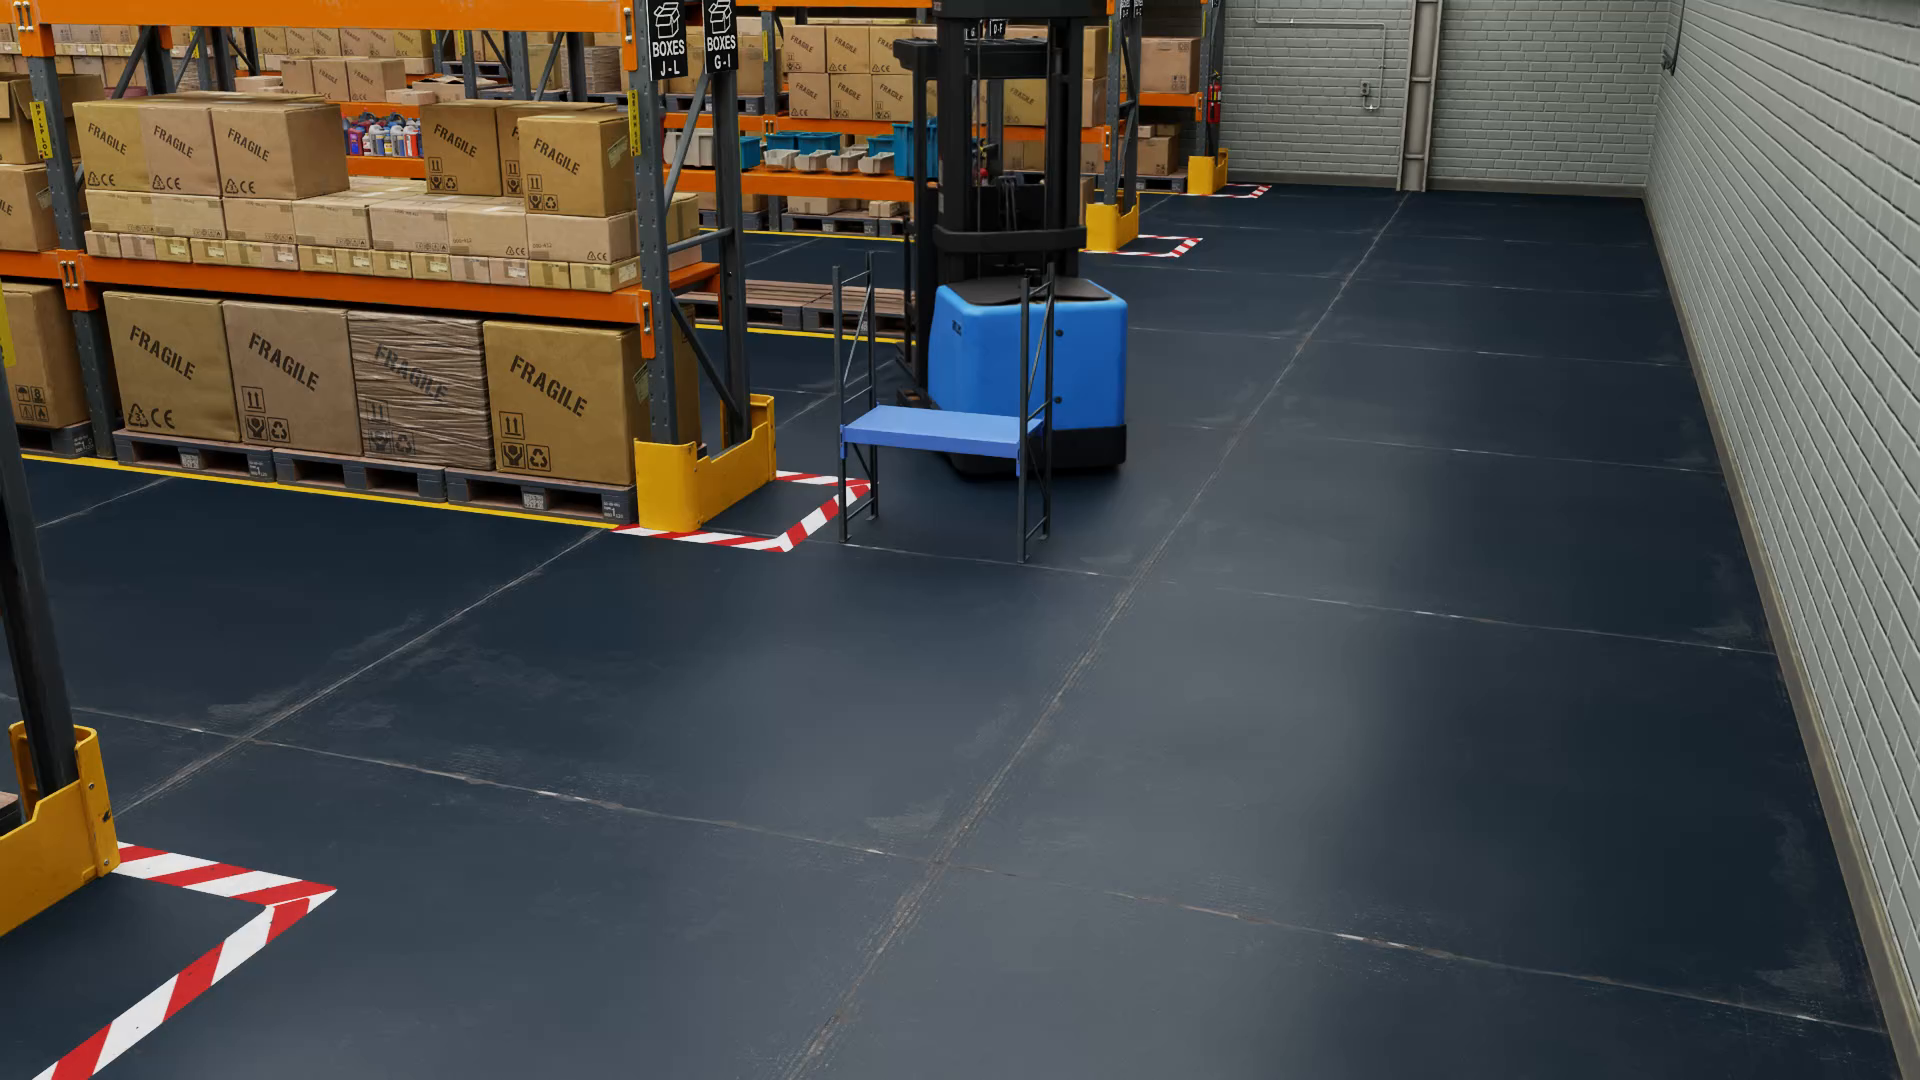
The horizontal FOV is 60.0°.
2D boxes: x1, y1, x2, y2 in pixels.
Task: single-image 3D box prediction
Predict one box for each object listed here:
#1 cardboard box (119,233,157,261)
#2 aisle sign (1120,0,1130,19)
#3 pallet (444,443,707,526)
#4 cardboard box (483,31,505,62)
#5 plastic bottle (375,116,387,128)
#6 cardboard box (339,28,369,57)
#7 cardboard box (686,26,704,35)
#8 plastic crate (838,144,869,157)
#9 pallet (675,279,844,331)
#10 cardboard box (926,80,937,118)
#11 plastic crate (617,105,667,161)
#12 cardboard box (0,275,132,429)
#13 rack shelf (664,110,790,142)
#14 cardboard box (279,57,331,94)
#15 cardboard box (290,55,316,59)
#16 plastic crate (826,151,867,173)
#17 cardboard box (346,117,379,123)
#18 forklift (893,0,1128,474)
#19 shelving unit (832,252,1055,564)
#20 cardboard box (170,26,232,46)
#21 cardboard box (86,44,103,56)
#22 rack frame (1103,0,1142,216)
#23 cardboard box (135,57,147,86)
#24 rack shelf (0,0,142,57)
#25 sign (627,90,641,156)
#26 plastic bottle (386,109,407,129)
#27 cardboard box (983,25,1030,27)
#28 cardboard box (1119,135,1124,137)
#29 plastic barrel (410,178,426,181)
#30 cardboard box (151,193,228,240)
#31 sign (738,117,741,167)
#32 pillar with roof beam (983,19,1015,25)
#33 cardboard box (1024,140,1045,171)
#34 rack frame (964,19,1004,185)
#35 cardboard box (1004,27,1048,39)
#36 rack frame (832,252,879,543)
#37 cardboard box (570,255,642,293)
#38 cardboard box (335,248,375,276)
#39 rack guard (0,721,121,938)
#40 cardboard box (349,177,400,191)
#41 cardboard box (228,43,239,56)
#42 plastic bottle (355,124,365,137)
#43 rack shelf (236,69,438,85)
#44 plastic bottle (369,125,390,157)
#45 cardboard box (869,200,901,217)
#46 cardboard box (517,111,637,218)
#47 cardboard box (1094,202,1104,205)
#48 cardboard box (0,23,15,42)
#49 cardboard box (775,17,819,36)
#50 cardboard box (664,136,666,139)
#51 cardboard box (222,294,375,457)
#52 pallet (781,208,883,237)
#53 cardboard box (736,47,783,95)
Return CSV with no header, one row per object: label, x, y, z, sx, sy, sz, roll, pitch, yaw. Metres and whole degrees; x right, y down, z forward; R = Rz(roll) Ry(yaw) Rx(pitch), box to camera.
cardboard box,-4.841,-1.801,10.067,0.250,0.149,0.380,6,20,16
aisle sign,1.738,-5.856,17.369,0.004,0.787,0.394,7,20,18
pallet,-2.262,-0.396,9.893,1.213,0.211,1.003,7,20,18
cardboard box,-6.944,-7.694,25.773,0.500,0.500,0.700,9,21,24
plastic bottle,-5.530,-3.912,15.920,0.133,0.283,0.061,7,20,18
cardboard box,-9.433,-7.925,26.313,0.500,0.500,0.500,6,20,16
cardboard box,-3.790,-7.555,24.418,0.500,0.250,0.500,7,20,19
plastic crate,-0.897,-3.358,14.461,0.298,0.136,0.250,7,20,18
pallet,-1.770,-2.108,14.803,1.213,0.211,1.003,7,20,18
cardboard box,-0.175,-4.907,18.444,0.500,0.500,0.500,6,20,17
plastic crate,-2.873,-3.507,14.393,0.583,0.464,0.402,7,20,18
cardboard box,-5.870,-1.341,10.957,0.875,0.875,1.225,7,20,18
rack shelf,-3.894,-5.039,20.069,4.000,0.370,1.077,7,20,18
cardboard box,-8.344,-5.929,21.377,0.500,0.500,0.500,8,21,22
cardboard box,-10.387,-7.678,26.744,0.500,0.250,0.500,6,20,17
plastic crate,-0.954,-3.163,13.901,0.243,0.136,0.396,7,20,18
cardboard box,-9.879,-6.768,27.065,0.500,0.500,0.700,5,20,15
forklift,0.184,-2.229,11.018,1.130,2.935,3.031,-4,20,-13
shelving unit,-0.081,-0.717,8.856,1.048,1.500,0.538,7,20,18
cardboard box,-9.983,-6.733,21.711,0.500,0.500,0.700,7,20,18
cardboard box,-11.340,-6.509,22.054,0.250,0.149,0.380,7,20,20
rack frame,1.774,-4.731,18.091,0.127,3.000,1.000,7,20,18
cardboard box,-10.483,-6.175,22.083,0.500,0.500,0.700,6,20,17
rack shelf,-7.148,-3.376,10.740,4.000,0.370,1.077,7,20,18
sign,-1.672,-2.143,8.547,0.005,0.325,0.100,7,20,18
plastic bottle,-5.373,-3.933,15.877,0.185,0.351,0.144,7,20,18
cardboard box,0.474,-5.490,18.597,0.500,0.500,0.500,7,20,19
cardboard box,2.279,-5.625,22.830,0.250,0.149,0.380,7,20,20
plastic barrel,-4.811,-2.971,15.593,0.708,0.901,0.600,7,20,18
cardboard box,-4.433,-1.965,9.933,0.500,0.250,0.500,6,20,18
sign,-1.293,-2.269,9.594,0.005,0.325,0.100,7,20,18
pillar with roof beam,-0.850,-8.391,19.478,0.400,9.000,9.100,7,20,18
cardboard box,1.248,-5.497,23.450,0.500,0.500,0.700,7,20,19
rack frame,0.145,-3.191,13.674,0.127,3.000,1.000,7,20,18
cardboard box,0.786,-5.267,17.958,0.500,0.500,0.500,7,20,20
rack frame,-0.561,-0.772,9.013,0.032,1.500,0.500,7,20,18
cardboard box,-1.925,-1.469,9.114,0.250,0.149,0.380,7,20,19
cardboard box,-3.369,-1.634,9.588,0.250,0.149,0.380,7,20,19
rack guard,-3.276,1.052,5.298,0.348,0.500,1.175,7,20,18
cardboard box,-3.784,-2.077,10.252,0.500,0.250,0.500,7,20,19
cardboard box,-9.752,-6.470,21.942,0.250,0.149,0.380,6,20,18
plastic bottle,-5.504,-3.675,15.259,0.097,0.271,0.097,0,19,0
rack shelf,-9.829,-7.444,26.968,4.000,0.370,1.077,7,20,18
plastic bottle,-5.280,-3.640,15.151,0.135,0.276,0.152,7,20,18
cardboard box,-0.859,-3.830,19.142,0.250,0.166,0.380,7,20,18
cardboard box,-2.027,-2.046,9.025,0.500,0.500,0.500,7,20,19
cardboard box,1.491,-3.745,18.924,0.250,0.149,0.380,7,20,18
cardboard box,-12.853,-7.059,22.647,0.500,0.500,0.700,7,20,18
cardboard box,-2.351,-7.394,23.957,0.500,0.250,0.500,6,20,17
cardboard box,-3.326,-4.780,20.223,0.500,0.250,0.500,7,20,18
cardboard box,-3.812,-1.085,10.221,0.875,0.875,0.875,7,20,18
pallet,-1.356,-3.772,19.576,1.213,0.211,1.003,7,20,18
cardboard box,-2.379,-5.529,19.591,0.500,0.500,0.700,0,19,0
